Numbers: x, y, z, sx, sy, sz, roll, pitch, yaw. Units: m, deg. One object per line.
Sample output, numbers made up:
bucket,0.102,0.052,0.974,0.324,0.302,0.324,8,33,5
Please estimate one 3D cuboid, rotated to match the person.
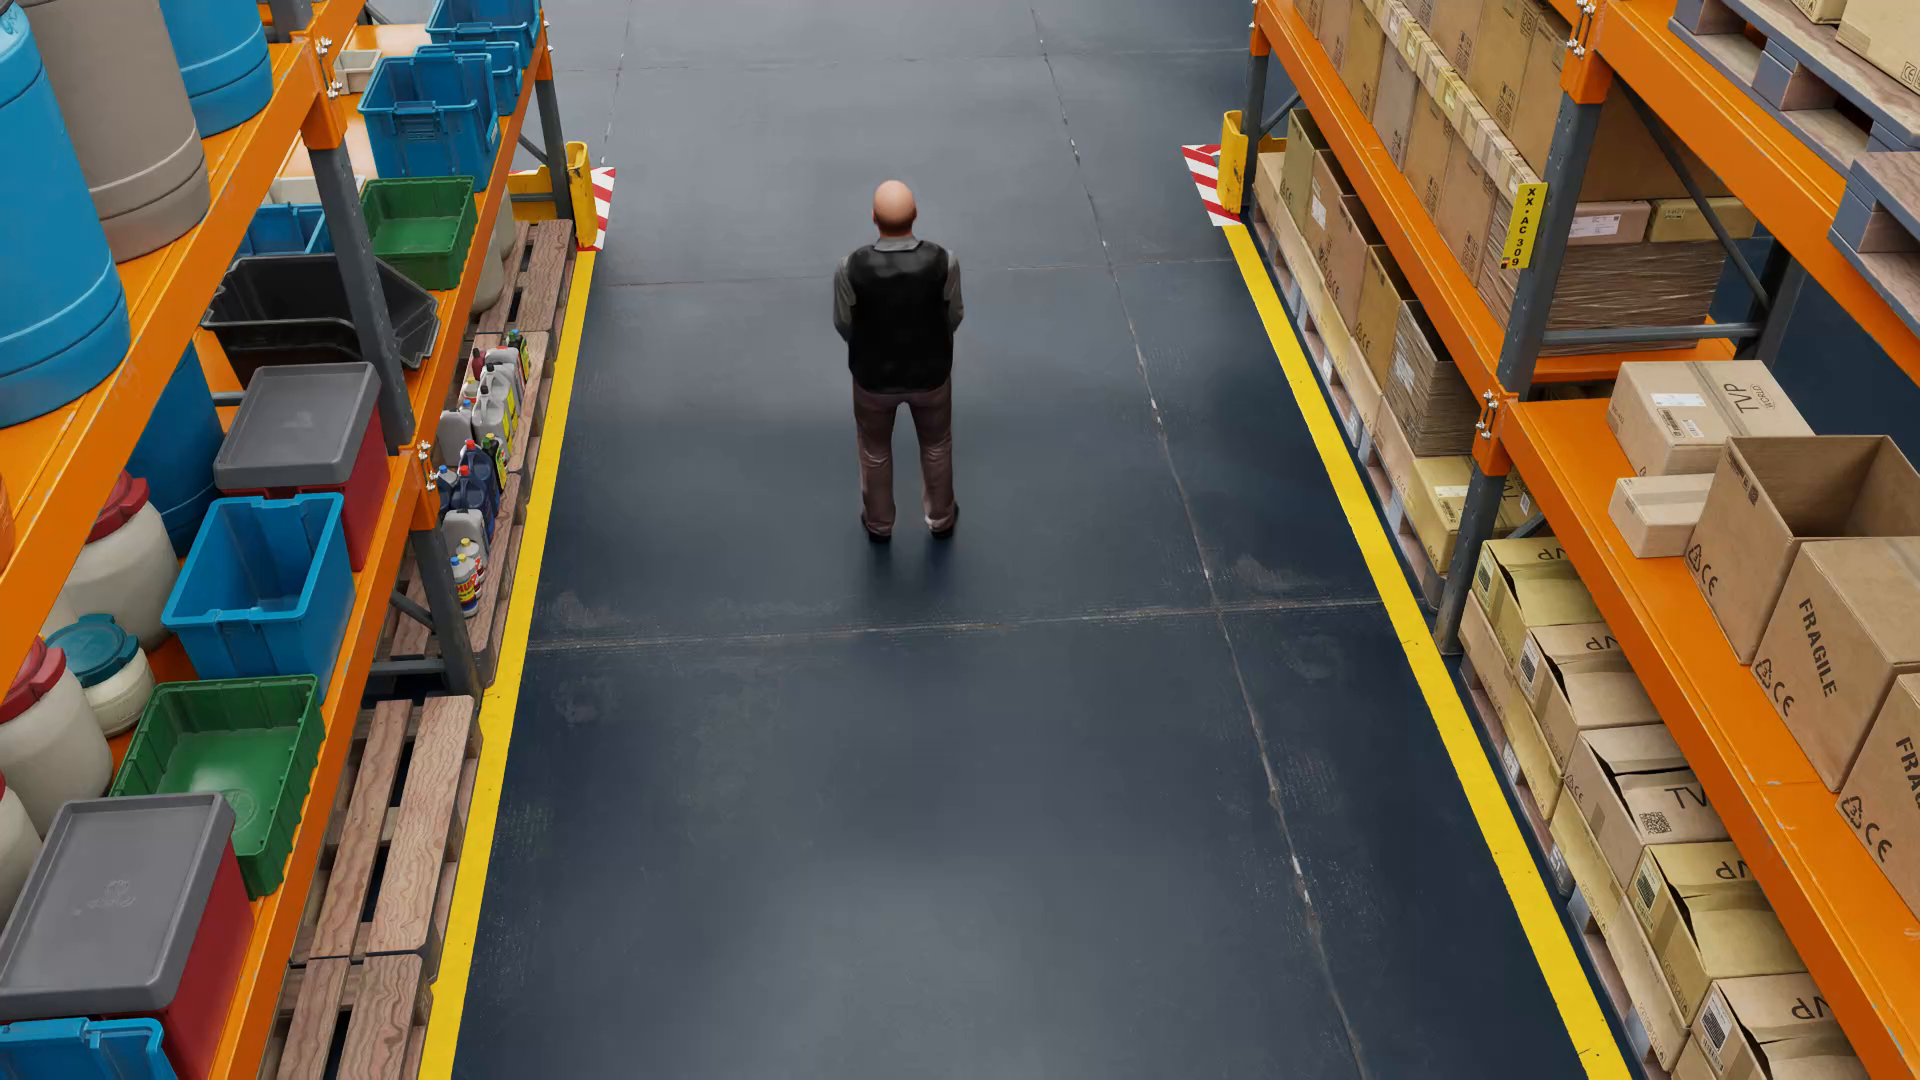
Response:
person,-0.257,-0.733,7.078,0.546,1.728,0.470,-4,39,-5
